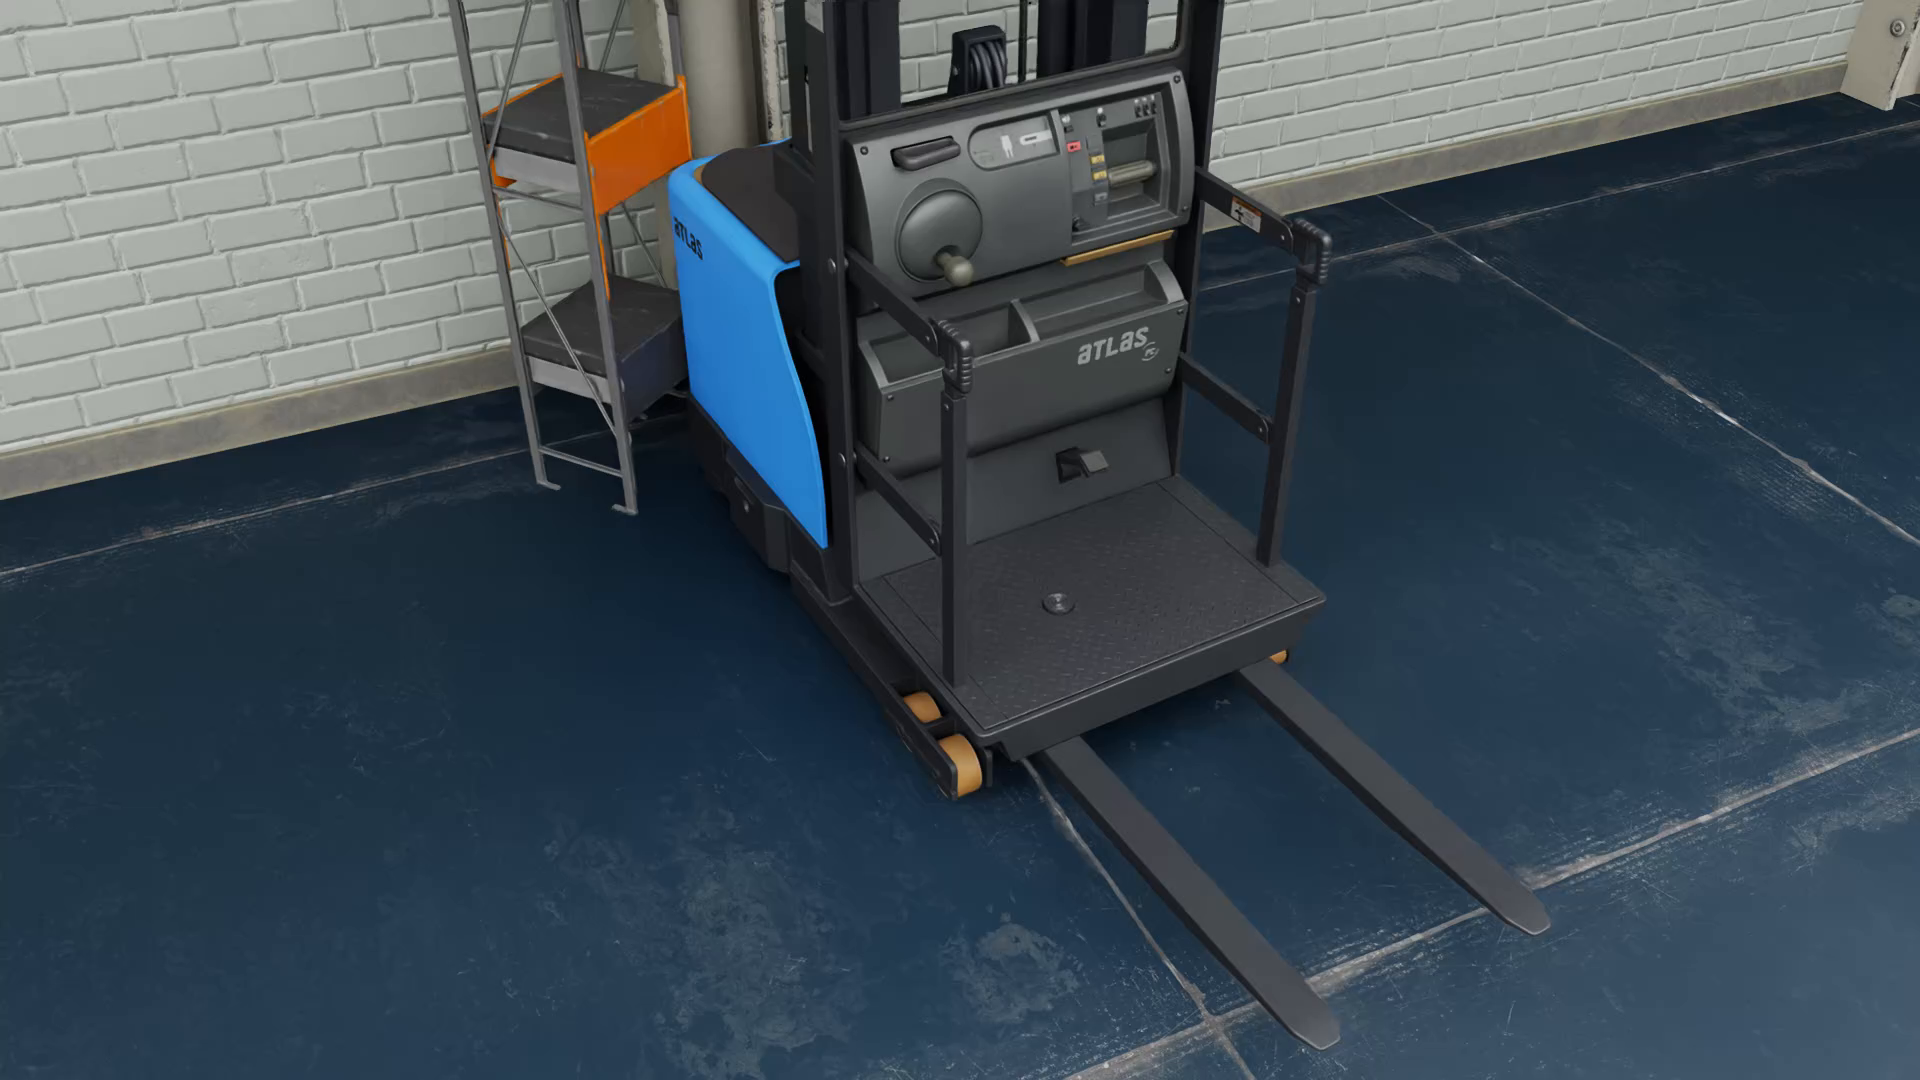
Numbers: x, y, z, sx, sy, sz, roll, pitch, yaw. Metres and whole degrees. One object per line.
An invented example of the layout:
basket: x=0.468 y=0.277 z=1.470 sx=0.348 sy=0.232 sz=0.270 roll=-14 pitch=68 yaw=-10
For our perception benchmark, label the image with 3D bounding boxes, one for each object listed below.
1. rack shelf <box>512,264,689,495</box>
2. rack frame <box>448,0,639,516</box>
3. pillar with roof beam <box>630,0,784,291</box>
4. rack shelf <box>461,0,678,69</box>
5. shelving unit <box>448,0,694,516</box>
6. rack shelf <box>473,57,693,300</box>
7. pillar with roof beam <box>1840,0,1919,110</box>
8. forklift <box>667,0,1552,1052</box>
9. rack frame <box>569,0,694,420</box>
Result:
rack shelf: x=-1.108 y=-0.535 z=5.407 sx=0.431 sy=0.518 sz=0.480 roll=17 pitch=40 yaw=21
rack frame: x=-1.219 y=-0.979 z=4.807 sx=0.400 sy=2.100 sz=0.015 roll=17 pitch=40 yaw=21
pillar with roof beam: x=0.991 y=-1.986 z=0.374 sx=0.400 sy=9.000 sz=9.100 roll=-16 pitch=39 yaw=-20
rack shelf: x=-1.108 y=-1.659 z=4.573 sx=0.431 sy=0.518 sz=0.480 roll=17 pitch=40 yaw=21
shelving unit: x=-1.108 y=-1.108 z=4.982 sx=0.431 sy=2.100 sz=0.503 roll=17 pitch=40 yaw=21
rack shelf: x=-1.108 y=-1.097 z=4.990 sx=0.431 sy=0.518 sz=0.480 roll=17 pitch=40 yaw=21
pillar with roof beam: x=6.423 y=-3.505 z=2.422 sx=0.400 sy=9.000 sz=9.100 roll=-16 pitch=39 yaw=-20
forklift: x=0.281 y=-0.819 z=3.894 sx=1.130 sy=2.935 sz=3.031 roll=-19 pitch=41 yaw=-24
rack frame: x=-0.997 y=-1.238 z=5.156 sx=0.400 sy=2.100 sz=0.015 roll=17 pitch=40 yaw=21
